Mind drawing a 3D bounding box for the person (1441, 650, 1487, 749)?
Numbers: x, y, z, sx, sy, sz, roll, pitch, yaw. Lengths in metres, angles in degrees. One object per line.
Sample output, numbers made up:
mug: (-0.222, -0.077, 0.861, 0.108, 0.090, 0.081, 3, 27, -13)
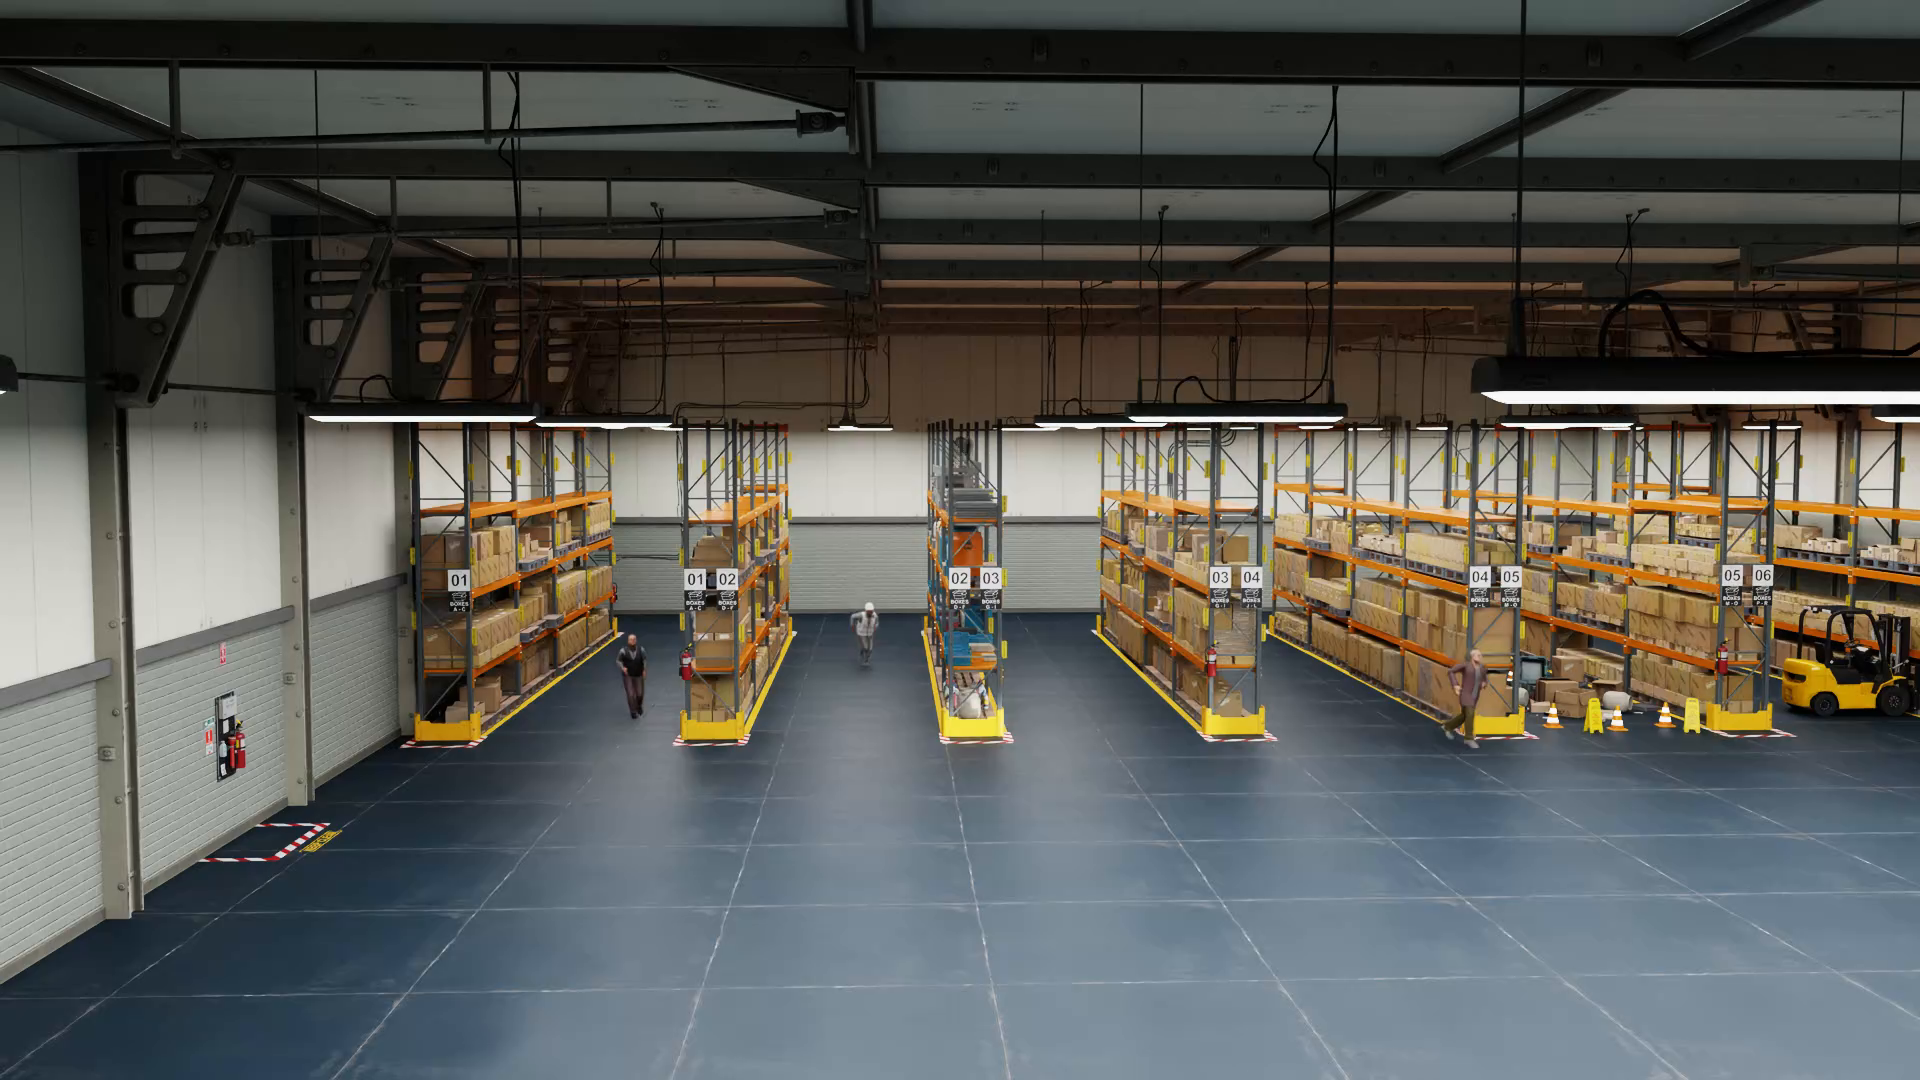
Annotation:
person: (9.382, 2.883, 30.629, 0.726, 1.746, 1.056, -2, 4, -29)

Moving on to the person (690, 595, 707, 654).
person: (-6.768, 2.055, 43.497, 0.620, 1.850, 0.799, 0, 4, -1)

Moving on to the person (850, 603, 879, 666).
person: (-2.323, 2.318, 40.697, 0.684, 1.599, 0.858, -1, 4, -21)

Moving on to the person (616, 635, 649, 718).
person: (-6.561, 2.743, 33.345, 0.661, 1.683, 0.560, -1, 4, -15)

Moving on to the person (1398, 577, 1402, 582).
person: (13.190, 1.702, 49.896, 0.638, 1.679, 0.546, -1, 4, -16)
